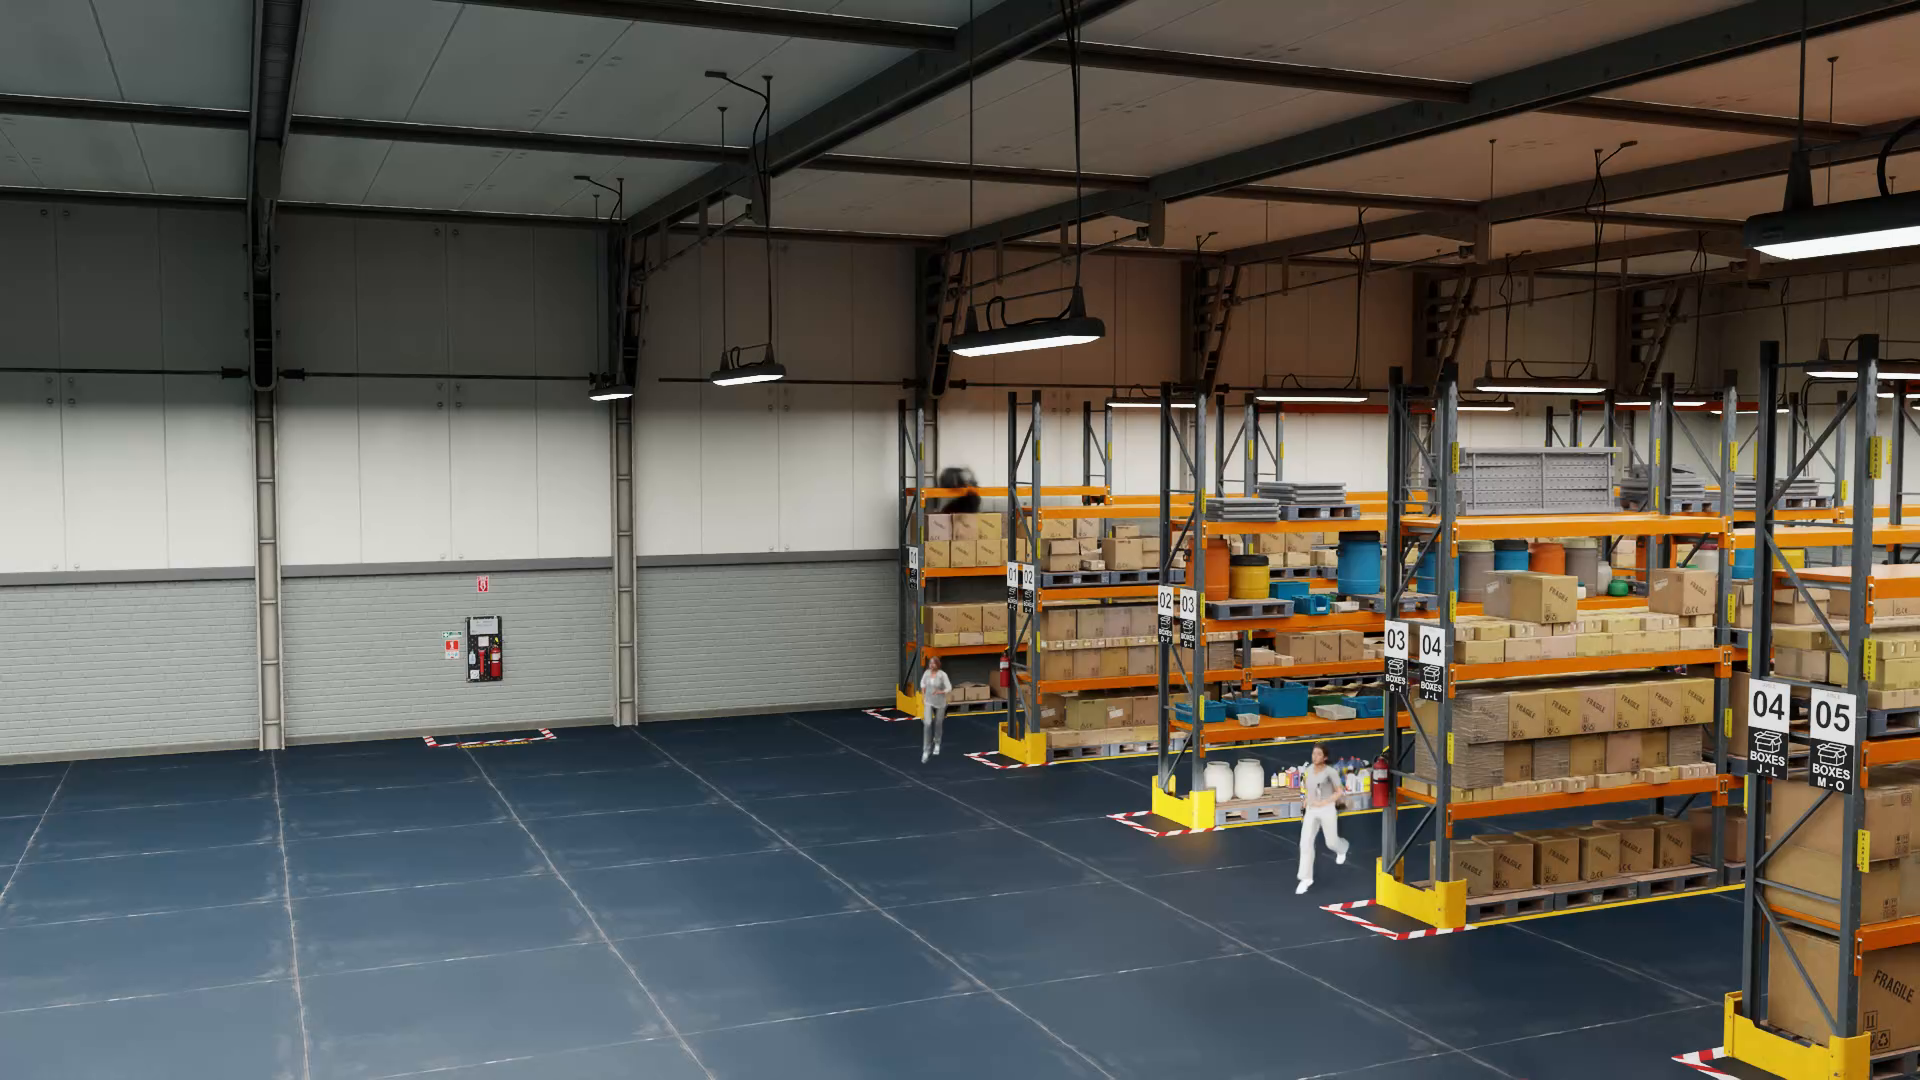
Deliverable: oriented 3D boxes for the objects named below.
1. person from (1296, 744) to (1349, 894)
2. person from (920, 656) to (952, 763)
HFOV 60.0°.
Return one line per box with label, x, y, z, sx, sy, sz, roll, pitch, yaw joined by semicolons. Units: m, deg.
person;4.252;3.214;19.435;0.530;1.685;1.107;3;4;37
person;-0.377;2.635;26.134;0.530;1.639;0.695;0;3;7
